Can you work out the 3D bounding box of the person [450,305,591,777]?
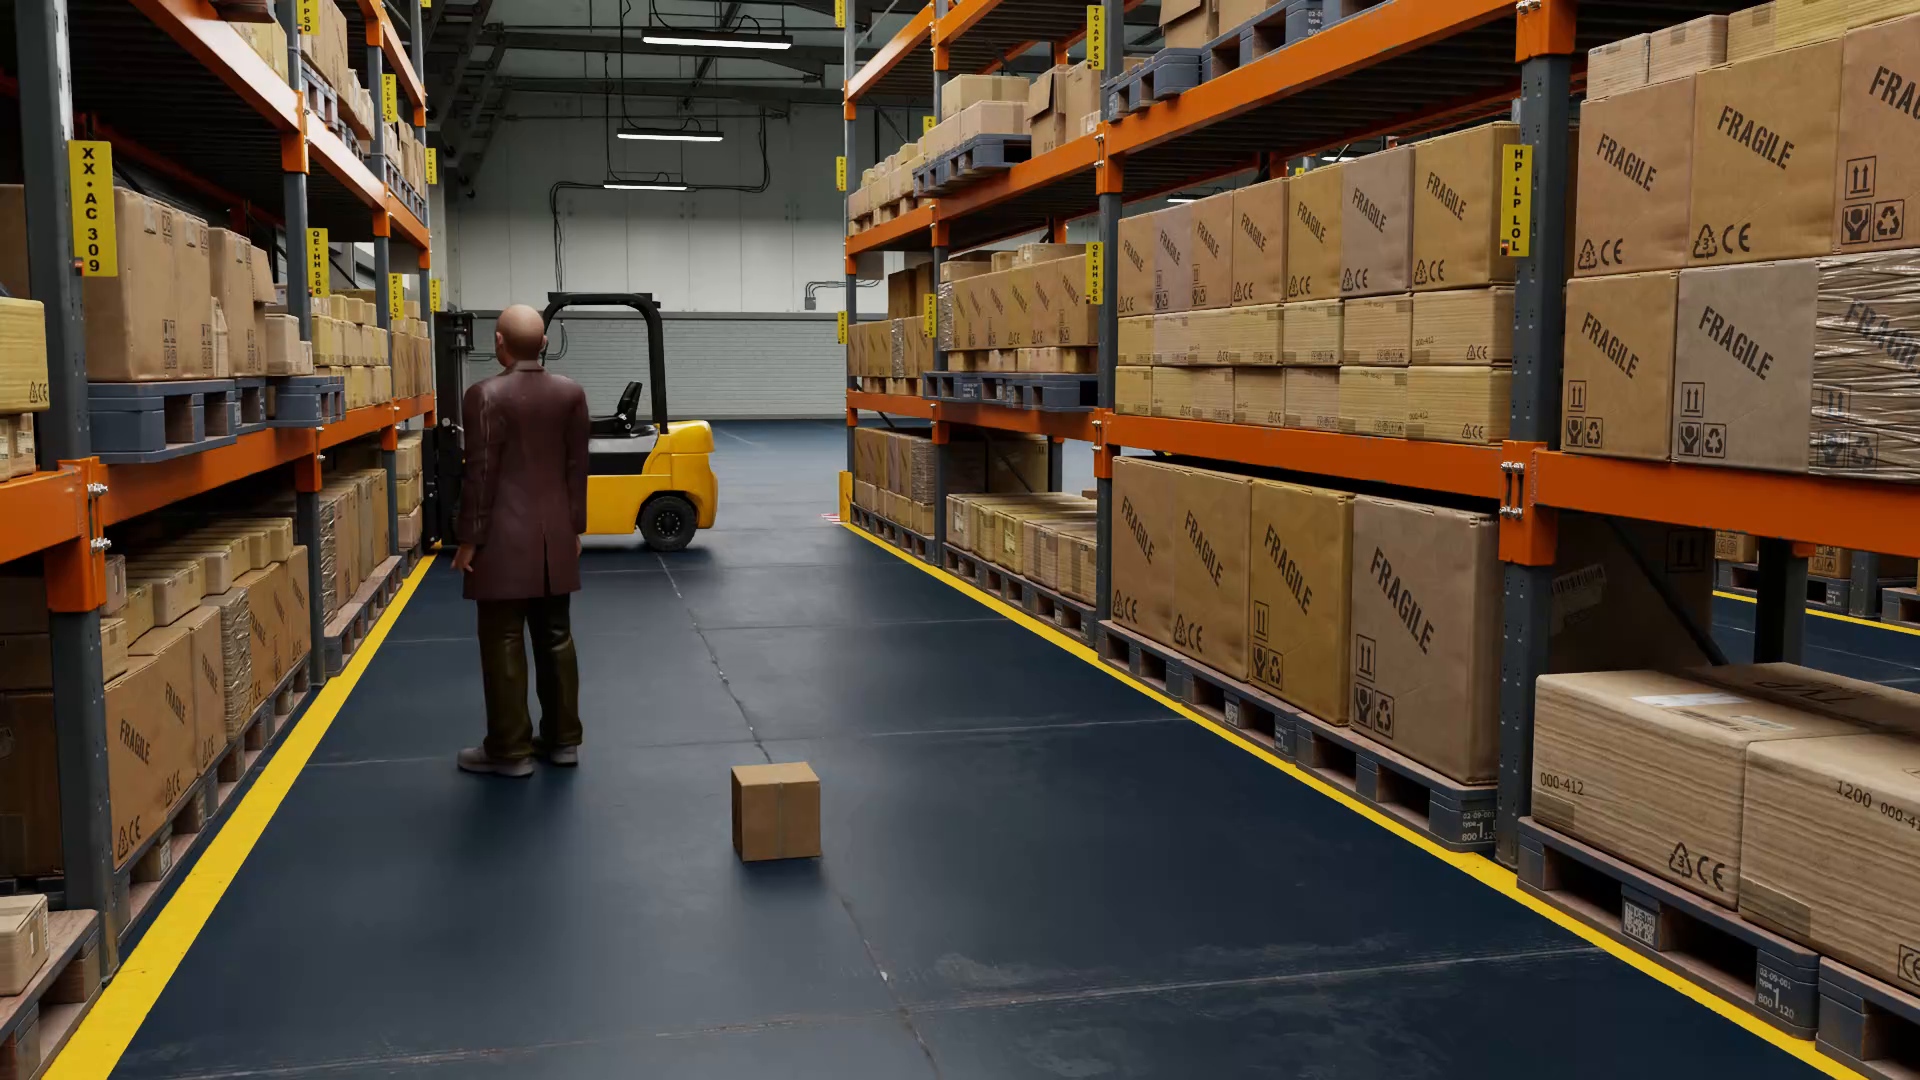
[{"bbox_3d":[-1.710,-0.004,6.391,0.396,1.781,0.553,5,8,41],"label":"person"}]
